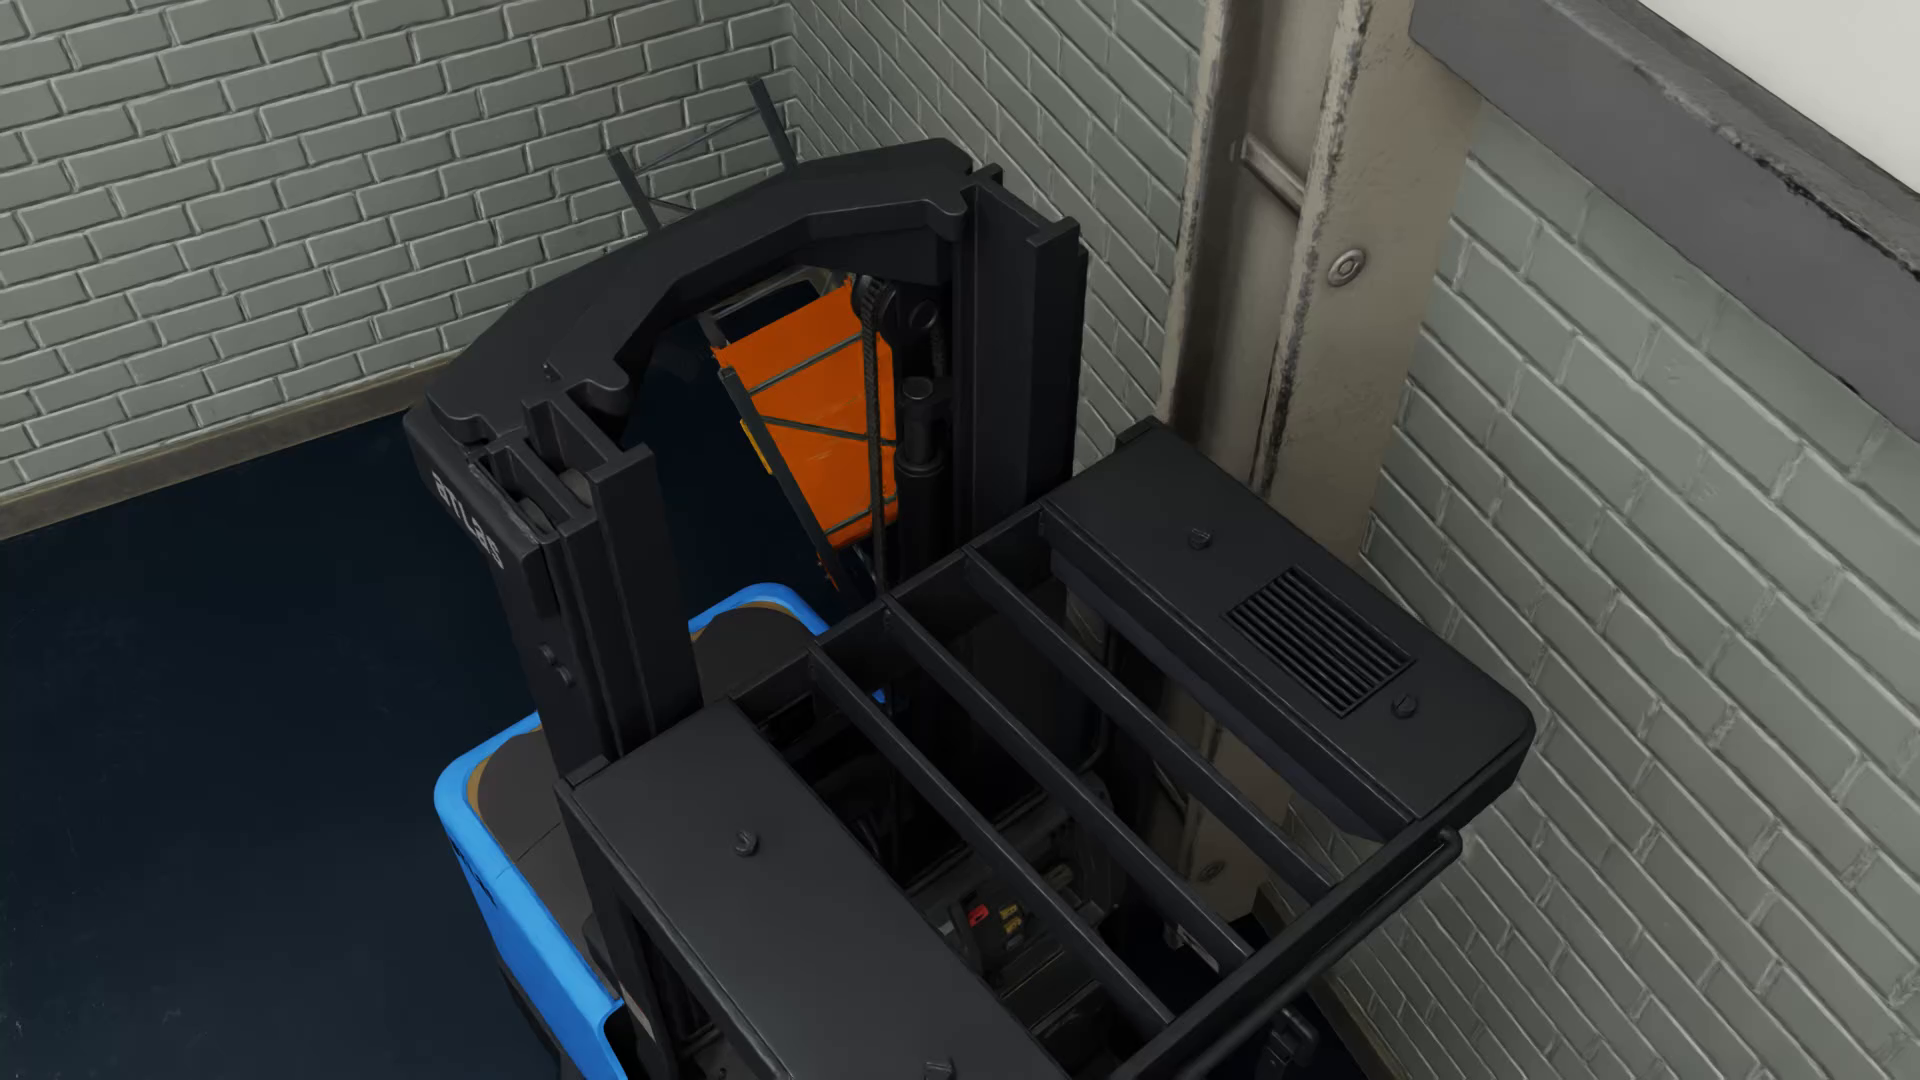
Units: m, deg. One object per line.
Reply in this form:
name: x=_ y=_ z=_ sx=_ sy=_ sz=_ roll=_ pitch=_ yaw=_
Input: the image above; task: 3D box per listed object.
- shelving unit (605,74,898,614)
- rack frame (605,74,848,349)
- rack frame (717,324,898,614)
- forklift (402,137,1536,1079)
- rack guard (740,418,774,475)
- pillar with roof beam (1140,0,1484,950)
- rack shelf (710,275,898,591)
shelving unit: x=-0.414 y=-0.466 z=5.092 sx=0.587 sy=1.500 sz=1.083 roll=-28 pitch=53 yaw=-4
rack frame: x=-0.618 y=-0.809 z=5.393 sx=0.500 sy=1.500 sz=0.032 roll=-28 pitch=53 yaw=-4
rack frame: x=-0.203 y=-0.112 z=4.780 sx=0.500 sy=1.500 sz=0.032 roll=-28 pitch=53 yaw=-4
forklift: x=0.082 y=0.913 z=3.004 sx=1.130 sy=2.935 sz=3.031 roll=-32 pitch=56 yaw=-25
rack guard: x=-0.467 y=-0.460 z=5.890 sx=0.587 sy=0.250 sz=0.087 roll=-28 pitch=53 yaw=-4
pillar with roof beam: x=-3.180 y=-0.498 z=0.207 sx=9.100 sy=9.000 sz=0.400 roll=-21 pitch=52 yaw=-18
rack shelf: x=-0.367 y=-0.360 z=5.230 sx=0.538 sy=0.185 sz=1.000 roll=-28 pitch=53 yaw=-4
